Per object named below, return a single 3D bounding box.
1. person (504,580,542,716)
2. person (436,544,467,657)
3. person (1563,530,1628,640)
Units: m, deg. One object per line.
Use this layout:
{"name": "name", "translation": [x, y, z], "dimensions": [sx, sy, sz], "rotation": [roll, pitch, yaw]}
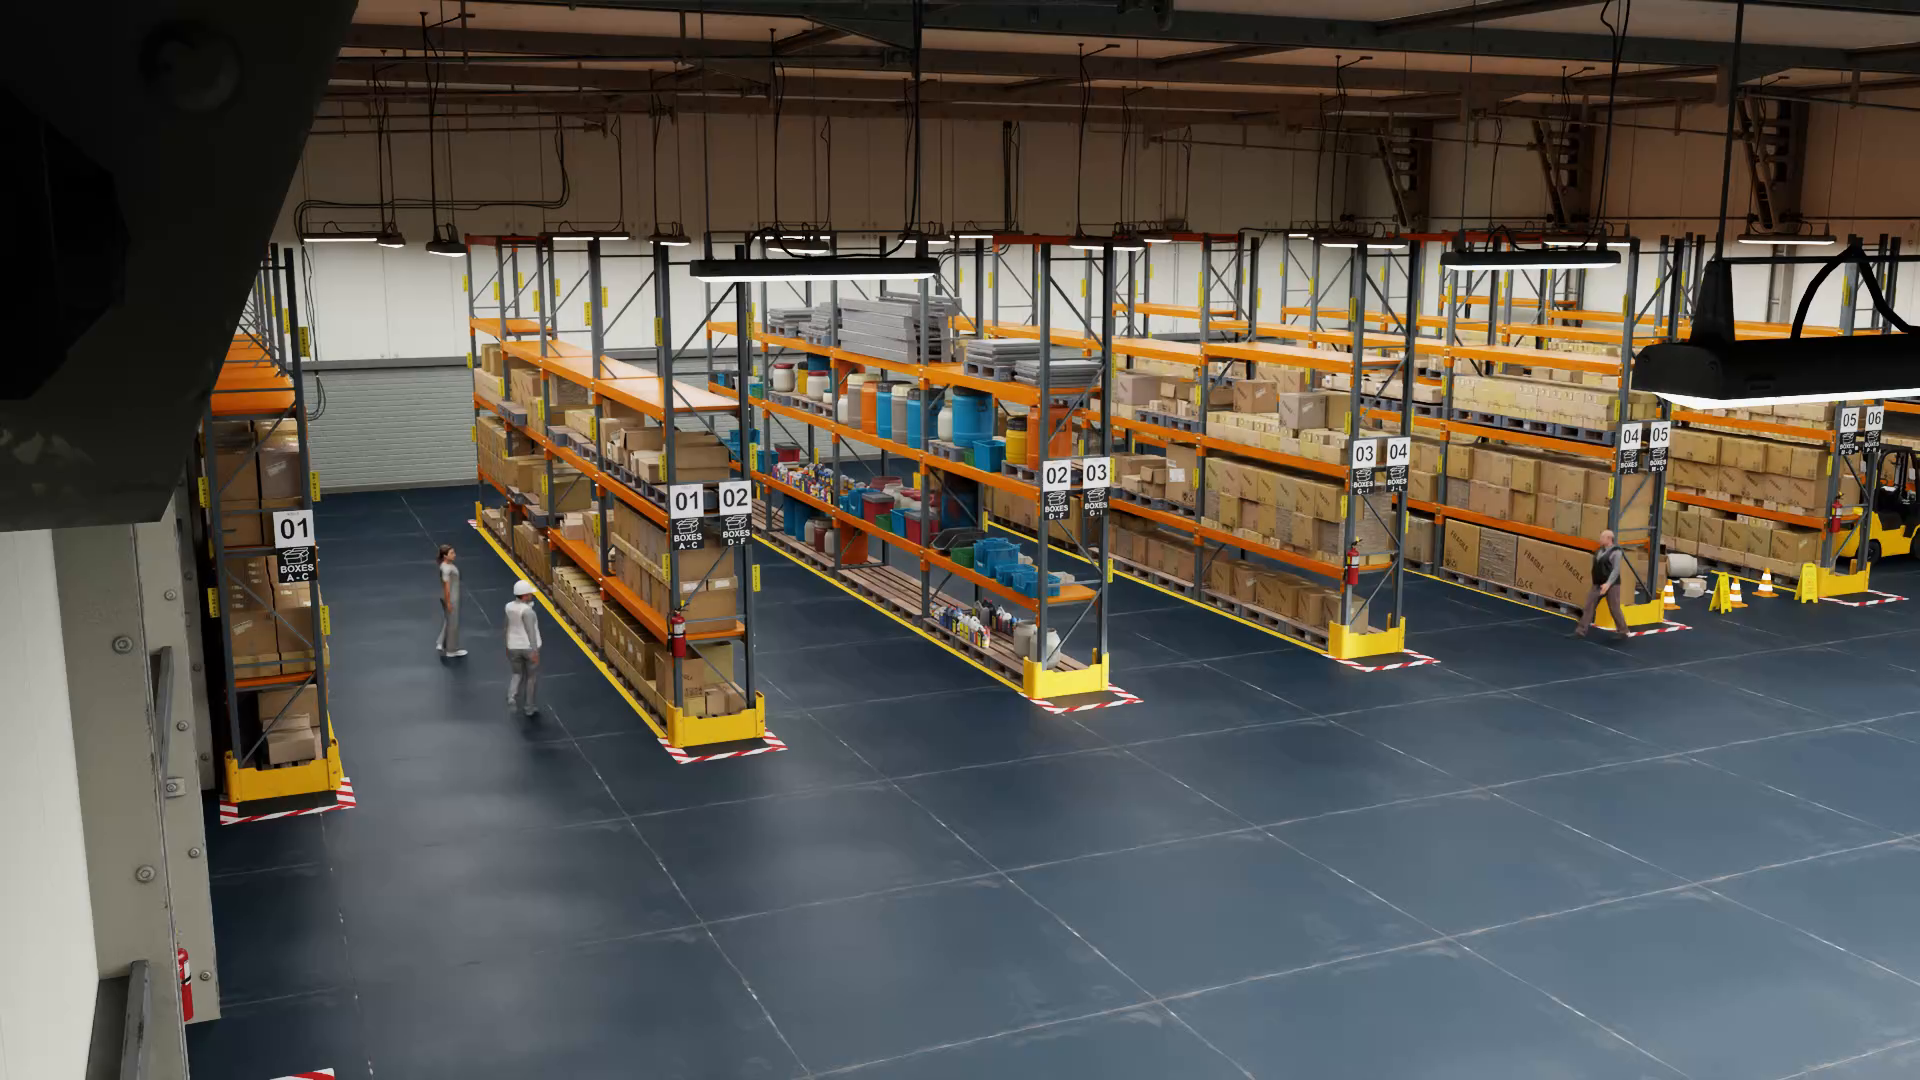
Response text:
{"name": "person", "translation": [-5.622, 1.384, 21.266], "dimensions": [0.526, 1.767, 0.524], "rotation": [2, 11, 11]}
{"name": "person", "translation": [-7.430, 0.875, 24.176], "dimensions": [0.435, 1.679, 0.464], "rotation": [-8, 14, -36]}
{"name": "person", "translation": [9.667, 0.687, 25.069], "dimensions": [0.954, 1.673, 0.620], "rotation": [-3, 12, -17]}
